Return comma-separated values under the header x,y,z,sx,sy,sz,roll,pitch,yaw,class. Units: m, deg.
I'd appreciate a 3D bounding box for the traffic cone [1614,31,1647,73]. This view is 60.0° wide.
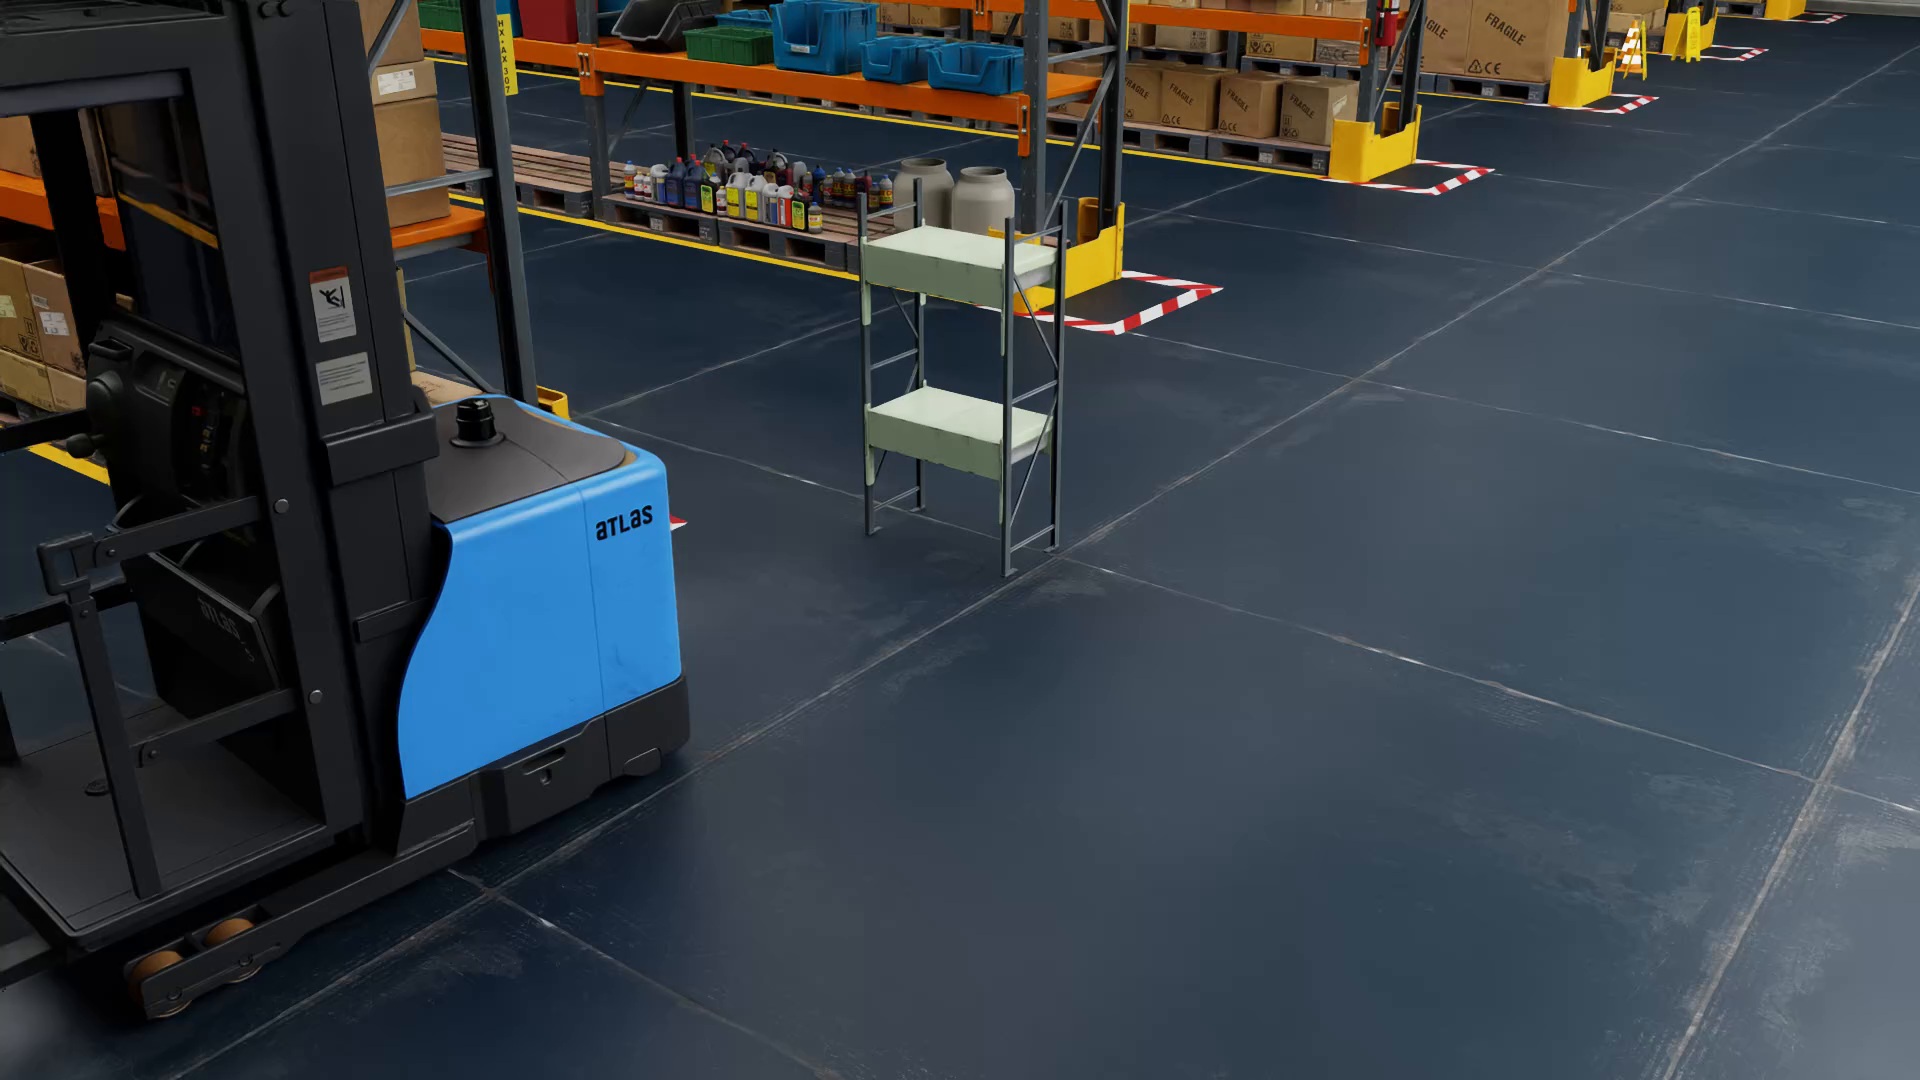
x,y,z,sx,sy,sz,roll,pitch,yaw,class
8.129,-5.900,20.067,0.334,0.463,0.336,17,29,33,traffic cone

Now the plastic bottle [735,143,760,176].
x,y,z,sx,sy,sz,roll,pitch,yaw,class
-1.633,-2.865,12.773,0.185,0.351,0.144,15,28,31,plastic bottle

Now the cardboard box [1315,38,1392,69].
x,y,z,sx,sy,sz,roll,pitch,yaw,class
4.737,-5.988,19.234,0.875,0.875,0.875,17,29,34,cardboard box

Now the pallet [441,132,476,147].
x,y,z,sx,sy,sz,roll,pitch,yaw,class
-5.079,-3.477,14.879,1.213,0.211,1.003,17,29,33,pallet

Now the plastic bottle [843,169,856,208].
x,y,z,sx,sy,sz,roll,pitch,yaw,class
-0.812,-2.593,12.252,0.097,0.271,0.097,0,24,0,plastic bottle

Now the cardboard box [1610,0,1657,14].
x,y,z,sx,sy,sz,roll,pitch,yaw,class
8.843,-7.200,21.830,0.500,0.500,0.500,17,29,34,cardboard box

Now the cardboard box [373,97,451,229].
x,y,z,sx,sy,sz,roll,pitch,yaw,class
-2.613,-1.584,7.000,0.500,0.500,0.700,17,29,33,cardboard box

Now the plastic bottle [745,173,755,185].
x,y,z,sx,sy,sz,roll,pitch,yaw,class
-1.517,-2.517,12.074,0.135,0.276,0.152,17,29,33,plastic bottle

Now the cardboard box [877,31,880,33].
x,y,z,sx,sy,sz,roll,pitch,yaw,class
-1.247,-5.188,17.858,0.500,0.500,0.700,20,31,38,cardboard box

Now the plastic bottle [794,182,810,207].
x,y,z,sx,sy,sz,roll,pitch,yaw,class
-1.128,-2.383,11.762,0.133,0.283,0.061,17,29,33,plastic bottle

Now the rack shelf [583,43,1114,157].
x,y,z,sx,sy,sz,roll,pitch,yaw,class
-0.874,-3.172,11.622,4.000,0.370,1.077,17,29,33,rack shelf

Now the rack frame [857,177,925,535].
x,y,z,sx,sy,sz,roll,pitch,yaw,class
-0.288,-0.773,7.145,0.023,1.500,0.400,17,29,33,rack frame

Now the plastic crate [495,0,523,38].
x,y,z,sx,sy,sz,roll,pitch,yaw,class
-3.544,-4.144,12.956,0.575,0.384,0.392,17,29,33,plastic crate

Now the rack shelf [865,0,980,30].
x,y,z,sx,sy,sz,roll,pitch,yaw,class
-1.104,-5.738,17.444,4.000,0.370,1.077,17,29,33,rack shelf

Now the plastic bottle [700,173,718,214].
x,y,z,sx,sy,sz,roll,pitch,yaw,class
-1.819,-2.515,12.062,0.133,0.283,0.061,18,30,36,plastic bottle

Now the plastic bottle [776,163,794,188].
x,y,z,sx,sy,sz,roll,pitch,yaw,class
-1.310,-2.681,12.438,0.133,0.283,0.061,17,29,33,plastic bottle

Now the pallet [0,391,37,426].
x,y,z,sx,sy,sz,roll,pitch,yaw,class
-4.837,-0.906,9.045,1.213,0.211,1.003,17,29,33,pallet

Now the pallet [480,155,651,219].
x,y,z,sx,sy,sz,roll,pitch,yaw,class
-3.126,-2.887,13.540,1.213,0.211,1.003,17,29,33,pallet

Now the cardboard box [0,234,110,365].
x,y,z,sx,sy,sz,roll,pitch,yaw,class
-4.465,-1.210,8.236,0.500,0.500,0.500,17,29,33,cardboard box

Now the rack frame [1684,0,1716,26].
x,y,z,sx,sy,sz,roll,pitch,yaw,class
9.640,-7.813,21.263,0.127,3.000,1.000,17,29,33,rack frame

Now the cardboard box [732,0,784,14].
x,y,z,sx,sy,sz,roll,pitch,yaw,class
-2.150,-5.799,18.315,0.500,0.250,0.500,18,30,35,cardboard box

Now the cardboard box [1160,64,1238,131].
x,y,z,sx,sy,sz,roll,pitch,yaw,class
2.219,-4.112,15.441,0.500,0.500,0.500,20,31,38,cardboard box

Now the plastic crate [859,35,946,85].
x,y,z,sx,sy,sz,roll,pitch,yaw,class
-0.370,-3.133,10.826,0.408,0.251,0.499,17,29,33,plastic crate

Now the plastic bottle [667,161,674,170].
x,y,z,sx,sy,sz,roll,pitch,yaw,class
-2.144,-2.690,12.459,0.133,0.283,0.061,17,29,33,plastic bottle

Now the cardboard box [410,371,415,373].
x,y,z,sx,sy,sz,roll,pitch,yaw,class
-2.945,-0.676,7.953,0.500,0.250,0.500,17,29,33,cardboard box

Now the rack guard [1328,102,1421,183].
x,y,z,sx,sy,sz,roll,pitch,yaw,class
3.636,-3.491,14.552,0.348,0.500,1.175,17,29,33,rack guard

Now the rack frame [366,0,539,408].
x,y,z,sx,sy,sz,roll,pitch,yaw,class
-2.247,-1.421,6.754,0.127,3.000,1.000,17,29,33,rack frame

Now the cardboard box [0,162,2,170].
x,y,z,sx,sy,sz,roll,pitch,yaw,class
-4.663,-2.203,8.406,0.500,0.500,0.700,16,29,33,cardboard box

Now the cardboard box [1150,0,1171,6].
x,y,z,sx,sy,sz,roll,pitch,yaw,class
1.923,-4.915,14.997,0.250,0.149,0.380,17,29,33,cardboard box

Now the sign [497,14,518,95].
x,y,z,sx,sy,sz,roll,pitch,yaw,class
-1.910,-2.031,6.967,0.005,0.325,0.100,17,29,33,sign

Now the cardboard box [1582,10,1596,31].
x,y,z,sx,sy,sz,roll,pitch,yaw,class
8.422,-6.984,22.270,0.500,0.250,0.500,17,29,33,cardboard box

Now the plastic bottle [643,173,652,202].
x,y,z,sx,sy,sz,roll,pitch,yaw,class
-2.320,-2.638,12.443,0.097,0.201,0.097,0,24,0,plastic bottle

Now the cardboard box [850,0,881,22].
x,y,z,sx,sy,sz,roll,pitch,yaw,class
-1.179,-7.499,23.129,0.500,0.500,0.500,15,28,31,cardboard box

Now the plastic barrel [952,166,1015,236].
x,y,z,sx,sy,sz,roll,pitch,yaw,class
0.154,-2.206,11.102,0.421,0.512,0.421,0,24,0,plastic barrel

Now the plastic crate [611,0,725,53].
x,y,z,sx,sy,sz,roll,pitch,yaw,class
-2.132,-3.789,12.207,0.504,0.338,0.767,17,29,33,plastic crate

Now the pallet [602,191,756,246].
x,y,z,sx,sy,sz,roll,pitch,yaw,class
-1.962,-2.533,12.738,1.213,0.211,1.003,17,29,33,pallet

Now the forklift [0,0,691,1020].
x,y,z,sx,sy,sz,roll,pitch,yaw,class
-2.275,-0.315,4.330,1.130,2.935,3.031,21,31,39,forklift

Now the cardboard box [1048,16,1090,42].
x,y,z,sx,sy,sz,roll,pitch,yaw,class
1.486,-6.902,21.465,0.750,0.750,1.050,17,29,34,cardboard box

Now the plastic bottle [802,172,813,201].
x,y,z,sx,sy,sz,roll,pitch,yaw,class
-1.136,-2.659,12.489,0.097,0.201,0.097,0,24,0,plastic bottle

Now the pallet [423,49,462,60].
x,y,z,sx,sy,sz,roll,pitch,yaw,class
-6.467,-6.451,21.629,1.213,0.211,1.003,17,29,33,pallet

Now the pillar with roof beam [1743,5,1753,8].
x,y,z,sx,sy,sz,roll,pitch,yaw,class
10.016,-11.231,21.580,0.400,9.000,9.100,17,29,33,pillar with roof beam

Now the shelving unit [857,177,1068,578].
x,y,z,sx,sy,sz,roll,pitch,yaw,class
0.005,-0.685,6.944,0.755,1.500,0.431,17,29,33,shelving unit

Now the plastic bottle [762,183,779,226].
x,y,z,sx,sy,sz,roll,pitch,yaw,class
-1.302,-2.379,11.761,0.135,0.276,0.152,16,28,32,plastic bottle

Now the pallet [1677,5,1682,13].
x,y,z,sx,sy,sz,roll,pitch,yaw,class
11.005,-8.606,26.521,1.213,0.211,1.003,17,29,33,pallet

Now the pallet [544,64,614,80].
x,y,z,sx,sy,sz,roll,pitch,yaw,class
-4.262,-5.785,20.117,1.213,0.211,1.003,17,29,33,pallet

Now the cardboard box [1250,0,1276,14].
x,y,z,sx,sy,sz,roll,pitch,yaw,class
2.724,-4.673,14.448,0.250,0.149,0.380,17,29,33,cardboard box
